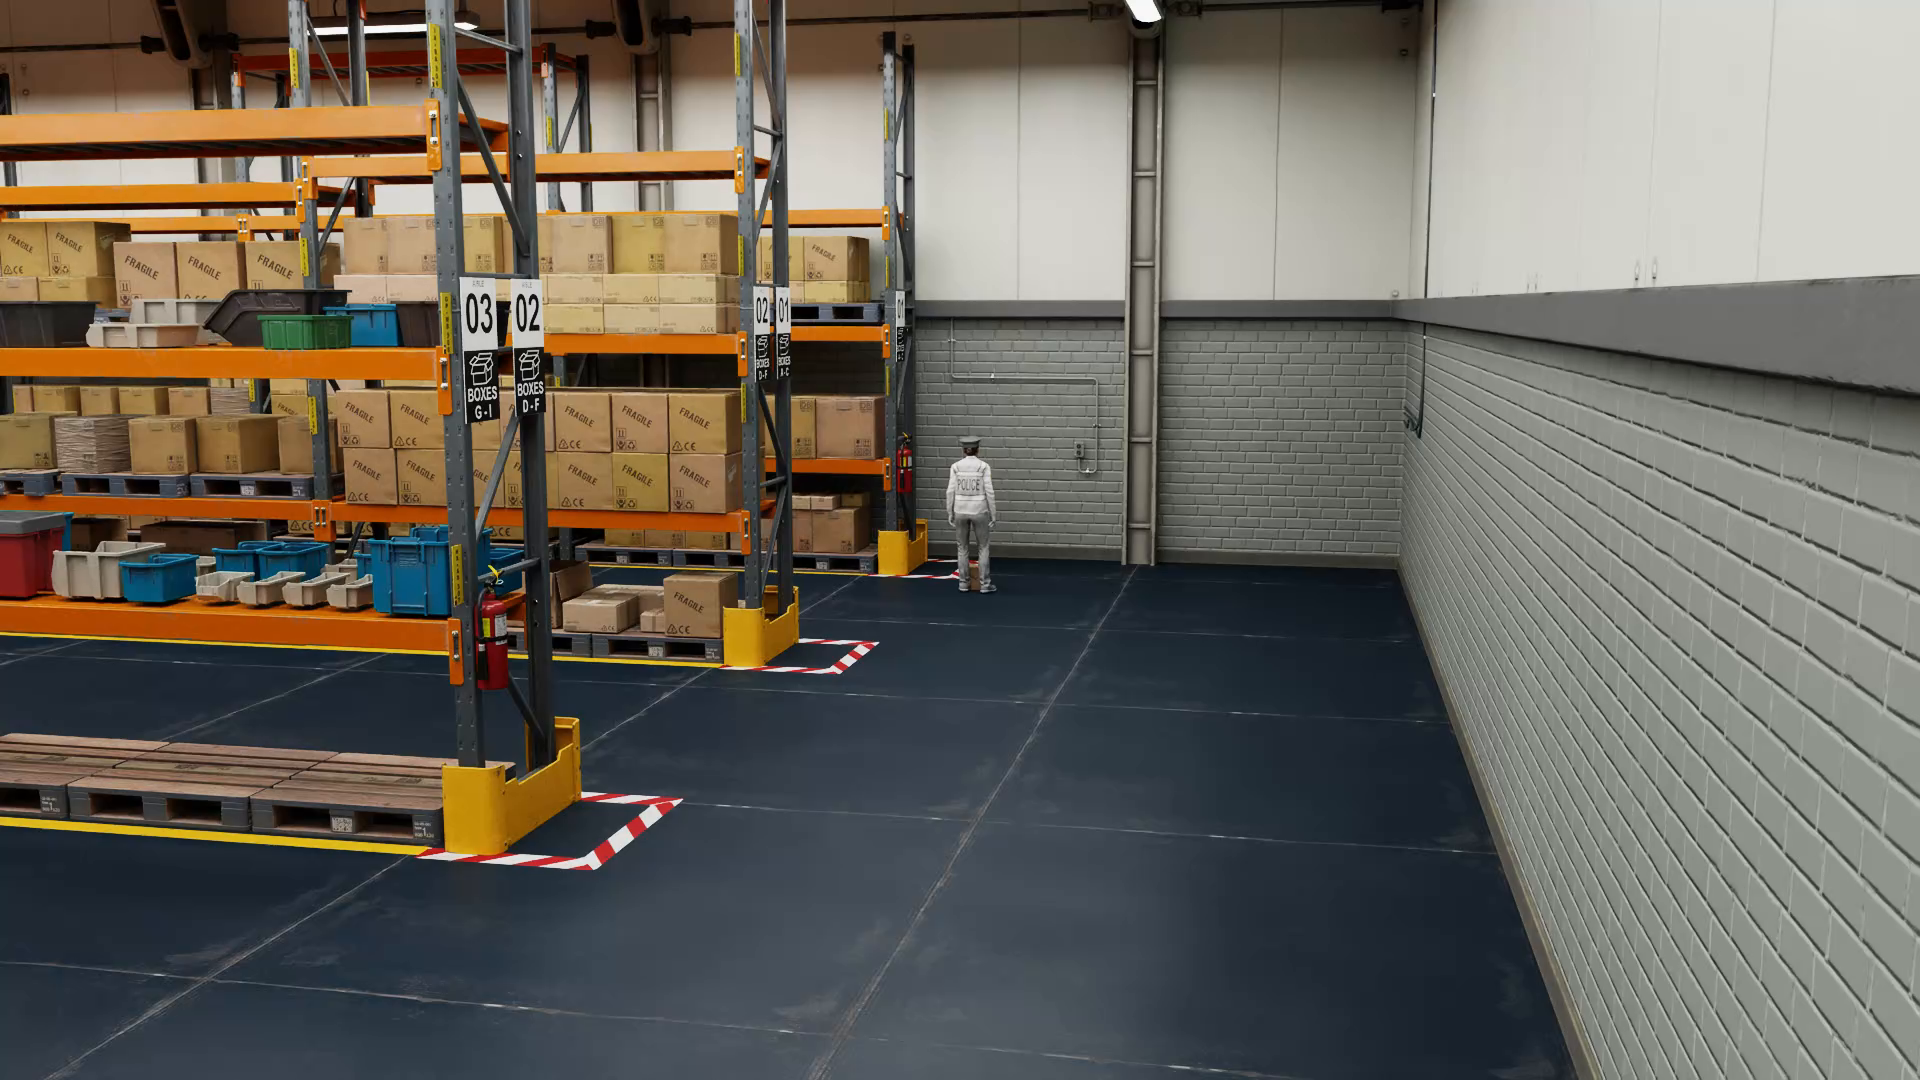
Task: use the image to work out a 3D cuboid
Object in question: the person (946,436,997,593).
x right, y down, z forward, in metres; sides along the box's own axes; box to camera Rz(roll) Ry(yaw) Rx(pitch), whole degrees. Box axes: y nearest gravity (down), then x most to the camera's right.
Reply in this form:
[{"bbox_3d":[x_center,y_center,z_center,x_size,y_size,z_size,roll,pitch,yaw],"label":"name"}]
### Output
[{"bbox_3d":[0.126,-0.270,17.710,0.529,1.663,0.406,2,8,11],"label":"person"}]
